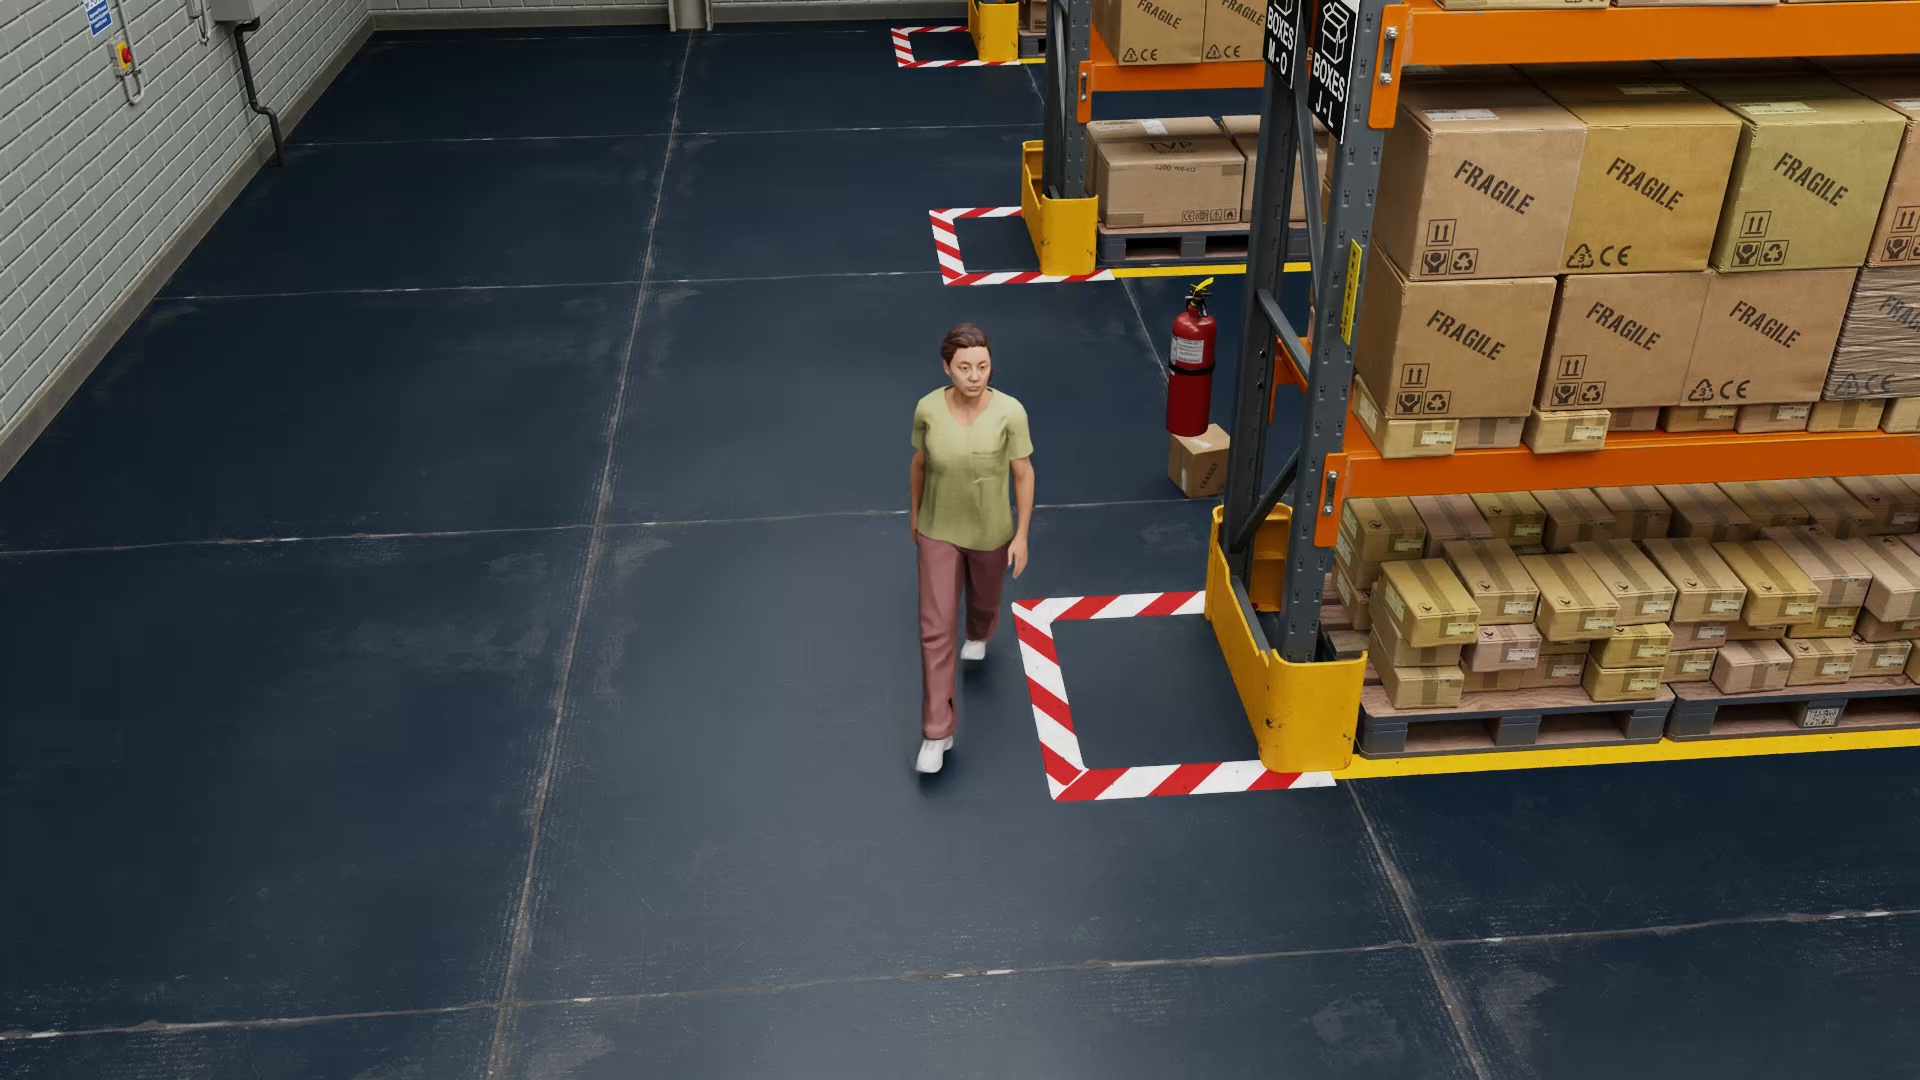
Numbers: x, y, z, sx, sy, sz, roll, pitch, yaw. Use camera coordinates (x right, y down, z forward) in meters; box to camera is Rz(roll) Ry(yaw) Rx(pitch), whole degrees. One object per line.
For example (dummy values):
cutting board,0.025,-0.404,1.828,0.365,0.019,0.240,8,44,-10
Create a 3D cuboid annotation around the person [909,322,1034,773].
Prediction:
person,0.032,-0.030,6.190,0.477,1.628,0.996,2,31,4
